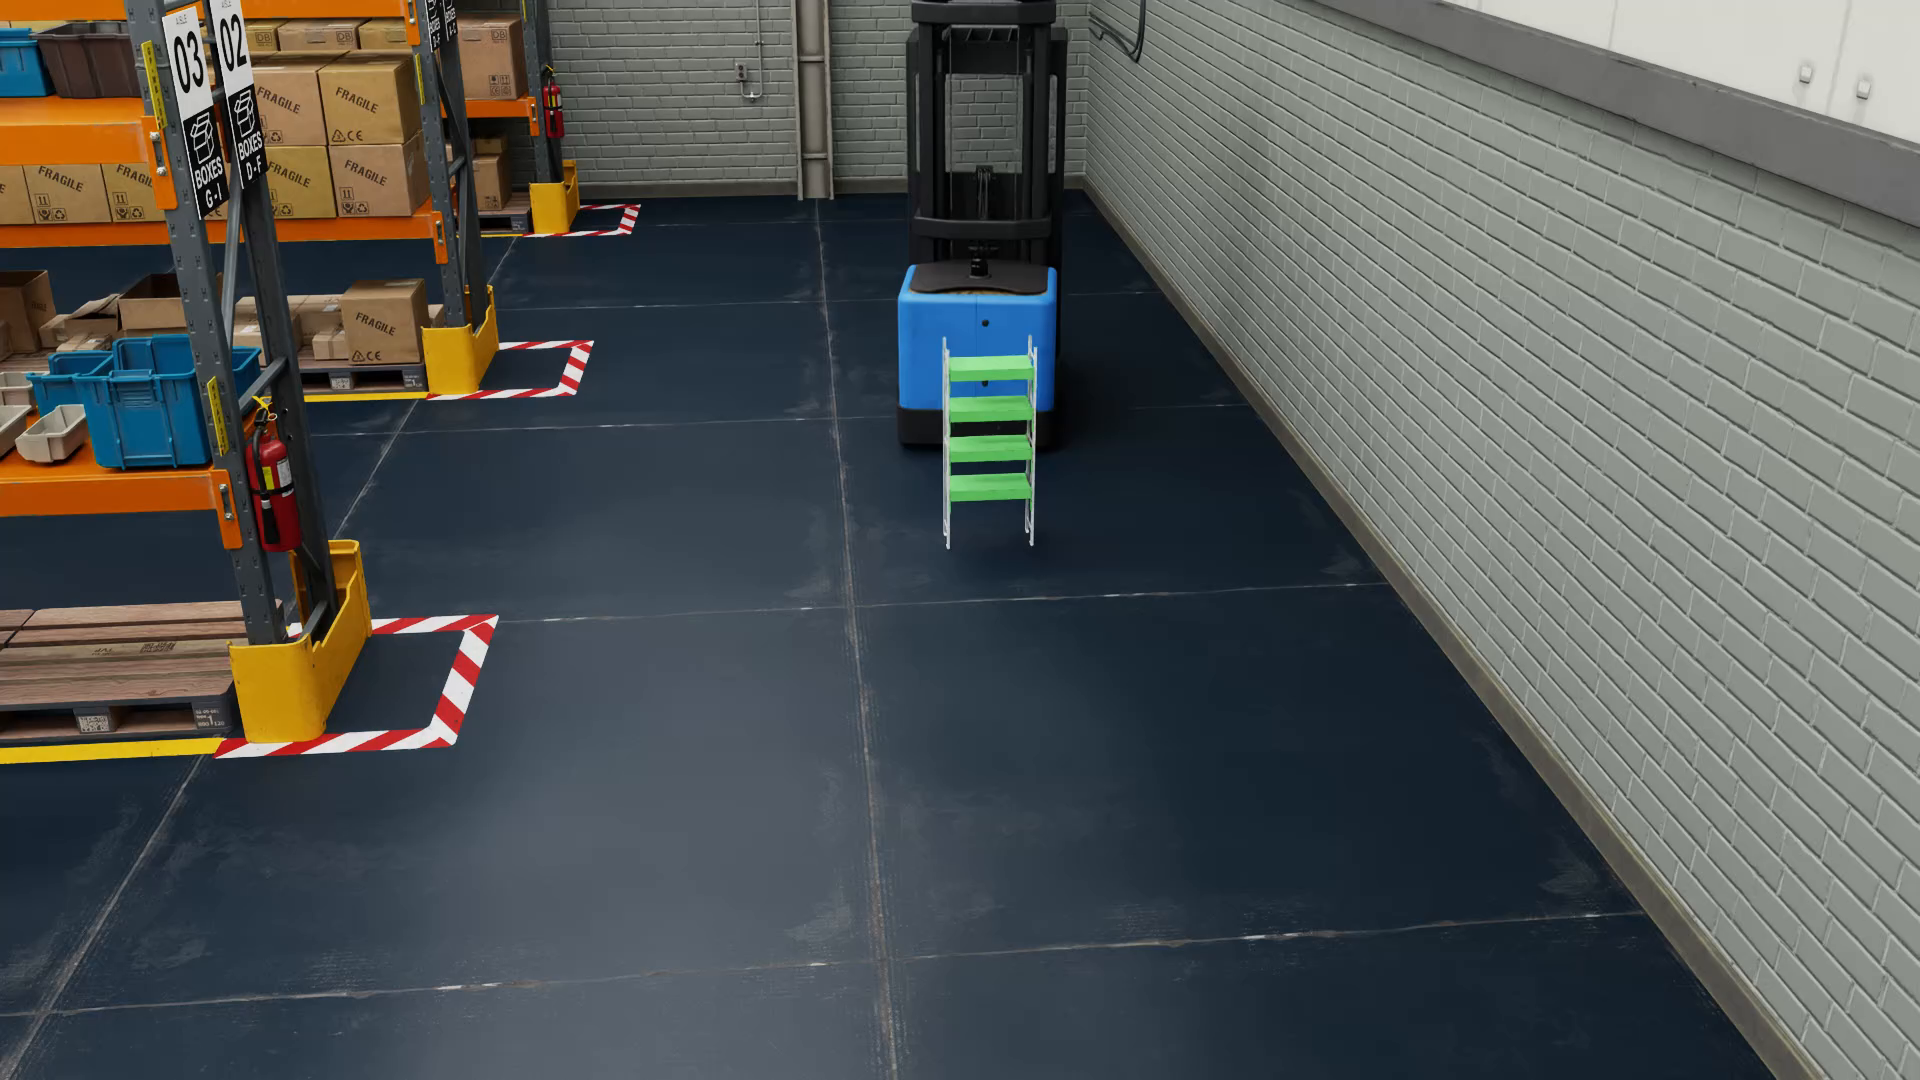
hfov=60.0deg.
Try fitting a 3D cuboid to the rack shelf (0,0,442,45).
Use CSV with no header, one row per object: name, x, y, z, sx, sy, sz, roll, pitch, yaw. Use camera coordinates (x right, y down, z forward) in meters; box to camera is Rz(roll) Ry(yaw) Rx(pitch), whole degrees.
rack shelf,-5.678,-3.632,11.422,4.000,0.370,1.077,-2,24,-5

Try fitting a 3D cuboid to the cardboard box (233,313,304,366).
cardboard box,-5.153,-1.468,12.203,0.500,0.250,0.500,-2,24,-5

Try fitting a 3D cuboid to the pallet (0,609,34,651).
pallet,-5.241,0.671,7.981,1.213,0.211,1.003,-2,24,-5

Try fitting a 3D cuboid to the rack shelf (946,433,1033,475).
rack shelf,0.165,-0.496,9.547,0.480,0.148,0.258,-2,24,-5

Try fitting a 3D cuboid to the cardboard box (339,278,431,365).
cardboard box,-4.205,-1.608,12.210,0.500,0.500,0.500,-2,24,-5

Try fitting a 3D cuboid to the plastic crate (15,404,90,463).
plastic crate,-3.999,-0.469,7.363,0.243,0.136,0.396,-2,24,-5

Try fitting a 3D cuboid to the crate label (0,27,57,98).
crate label,-4.155,-2.064,7.192,0.502,0.251,0.408,-2,24,-5

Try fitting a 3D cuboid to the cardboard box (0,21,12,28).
cardboard box,-9.109,-4.908,15.661,0.500,0.250,0.500,-2,24,-4

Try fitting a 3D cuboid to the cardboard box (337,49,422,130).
cardboard box,-4.155,-3.262,12.041,0.500,0.500,0.500,-2,24,-4

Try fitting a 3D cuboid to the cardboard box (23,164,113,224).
cardboard box,-6.127,-2.507,11.575,0.500,0.500,0.500,-2,24,-5

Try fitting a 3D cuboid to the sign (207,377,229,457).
sign,-3.135,-0.521,7.028,0.005,0.325,0.100,-2,24,-5

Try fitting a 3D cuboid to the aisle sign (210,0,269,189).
aisle sign,-3.162,-1.979,7.308,0.004,0.787,0.394,-2,24,-5

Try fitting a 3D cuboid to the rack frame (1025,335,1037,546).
rack frame,0.408,-0.565,9.543,0.015,1.200,0.240,-2,24,-5

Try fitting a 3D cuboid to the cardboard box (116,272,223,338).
cardboard box,-5.799,-1.648,12.296,0.637,0.503,0.797,-2,24,-5

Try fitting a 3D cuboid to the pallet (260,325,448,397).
pallet,-4.557,-1.361,12.552,1.213,0.211,1.003,-2,24,-5

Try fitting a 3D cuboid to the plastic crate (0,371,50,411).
plastic crate,-4.485,-0.692,7.864,0.298,0.136,0.250,-2,24,-5

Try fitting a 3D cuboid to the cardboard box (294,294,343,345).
cardboard box,-4.755,-1.688,12.698,0.500,0.250,0.500,-2,24,-5

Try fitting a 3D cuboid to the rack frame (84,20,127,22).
rack frame,-8.159,-4.513,16.210,0.127,3.000,1.000,-2,24,-5

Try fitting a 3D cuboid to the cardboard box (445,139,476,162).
cardboard box,-4.975,-3.871,16.529,0.250,0.149,0.380,-3,24,-6

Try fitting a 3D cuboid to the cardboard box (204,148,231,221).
cardboard box,-5.120,-2.548,11.667,0.500,0.500,0.500,-2,24,-5

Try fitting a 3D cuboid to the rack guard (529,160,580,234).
rack guard,-4.155,-3.531,17.079,0.348,0.500,1.175,-2,24,-5

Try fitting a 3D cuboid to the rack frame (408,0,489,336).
rack frame,-3.688,-2.670,12.065,0.127,3.000,1.000,-2,24,-5

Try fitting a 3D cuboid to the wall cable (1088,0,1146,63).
wall cable,1.485,-6.076,16.164,0.112,2.526,3.097,-2,24,-5

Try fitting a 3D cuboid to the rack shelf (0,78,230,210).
rack shelf,-5.195,-1.630,6.917,4.000,0.370,1.077,-2,24,-5

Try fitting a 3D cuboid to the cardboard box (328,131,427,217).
cardboard box,-4.107,-2.588,11.756,0.500,0.500,0.500,-2,24,-4

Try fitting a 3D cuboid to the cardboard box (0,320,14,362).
cardboard box,-7.230,-1.412,12.003,0.500,0.311,0.500,-2,24,-5

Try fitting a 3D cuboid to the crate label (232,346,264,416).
crate label,-3.483,-0.742,7.859,0.303,0.233,0.416,-2,24,-5

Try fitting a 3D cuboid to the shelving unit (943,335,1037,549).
shelving unit,0.165,-0.555,9.521,0.503,1.200,0.258,-2,24,-5

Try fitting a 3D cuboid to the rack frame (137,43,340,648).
rack frame,-3.205,-0.668,7.560,0.127,3.000,1.000,-2,24,-5

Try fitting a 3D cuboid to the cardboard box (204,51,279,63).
cardboard box,-5.173,-3.220,11.947,0.500,0.500,0.500,-2,24,-4

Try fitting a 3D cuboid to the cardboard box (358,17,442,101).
cardboard box,-5.408,-4.751,16.378,0.700,0.700,0.980,-2,24,-6

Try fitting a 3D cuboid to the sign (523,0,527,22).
sign,-4.139,-5.090,15.791,0.005,0.325,0.100,-2,24,-5

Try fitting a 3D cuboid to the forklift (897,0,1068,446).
forklift,0.194,-2.513,11.796,1.130,2.935,3.031,1,24,3

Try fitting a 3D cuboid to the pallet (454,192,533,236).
pallet,-4.967,-3.335,16.992,1.213,0.211,1.003,-2,24,-5

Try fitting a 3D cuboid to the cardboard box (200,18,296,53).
cardboard box,-6.891,-4.692,16.243,0.700,0.700,0.980,-3,24,-6

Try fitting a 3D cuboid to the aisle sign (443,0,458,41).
aisle sign,-3.649,-3.980,11.810,0.004,0.787,0.394,-2,24,-5

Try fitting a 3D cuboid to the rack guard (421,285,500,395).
rack guard,-3.764,-1.525,12.565,0.348,0.500,1.175,-2,24,-5

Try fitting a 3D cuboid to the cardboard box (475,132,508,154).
cardboard box,-4.761,-4.036,16.899,0.250,0.149,0.380,-2,24,-5

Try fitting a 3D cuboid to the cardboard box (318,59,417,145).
cardboard box,-4.104,-3.044,11.551,0.500,0.500,0.500,-3,24,-6

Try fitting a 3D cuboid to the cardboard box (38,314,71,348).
cardboard box,-6.762,-1.585,12.592,0.250,0.149,0.380,-2,24,-5

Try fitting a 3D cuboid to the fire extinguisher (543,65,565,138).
fire extinguisher,-3.983,-4.286,16.254,0.183,0.674,0.296,-2,24,-5

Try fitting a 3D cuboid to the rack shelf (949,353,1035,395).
rack shelf,0.165,-0.935,9.352,0.480,0.148,0.258,-2,24,-5

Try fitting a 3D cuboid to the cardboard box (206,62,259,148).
cardboard box,-5.122,-3.001,11.454,0.500,0.500,0.500,-2,24,-4
